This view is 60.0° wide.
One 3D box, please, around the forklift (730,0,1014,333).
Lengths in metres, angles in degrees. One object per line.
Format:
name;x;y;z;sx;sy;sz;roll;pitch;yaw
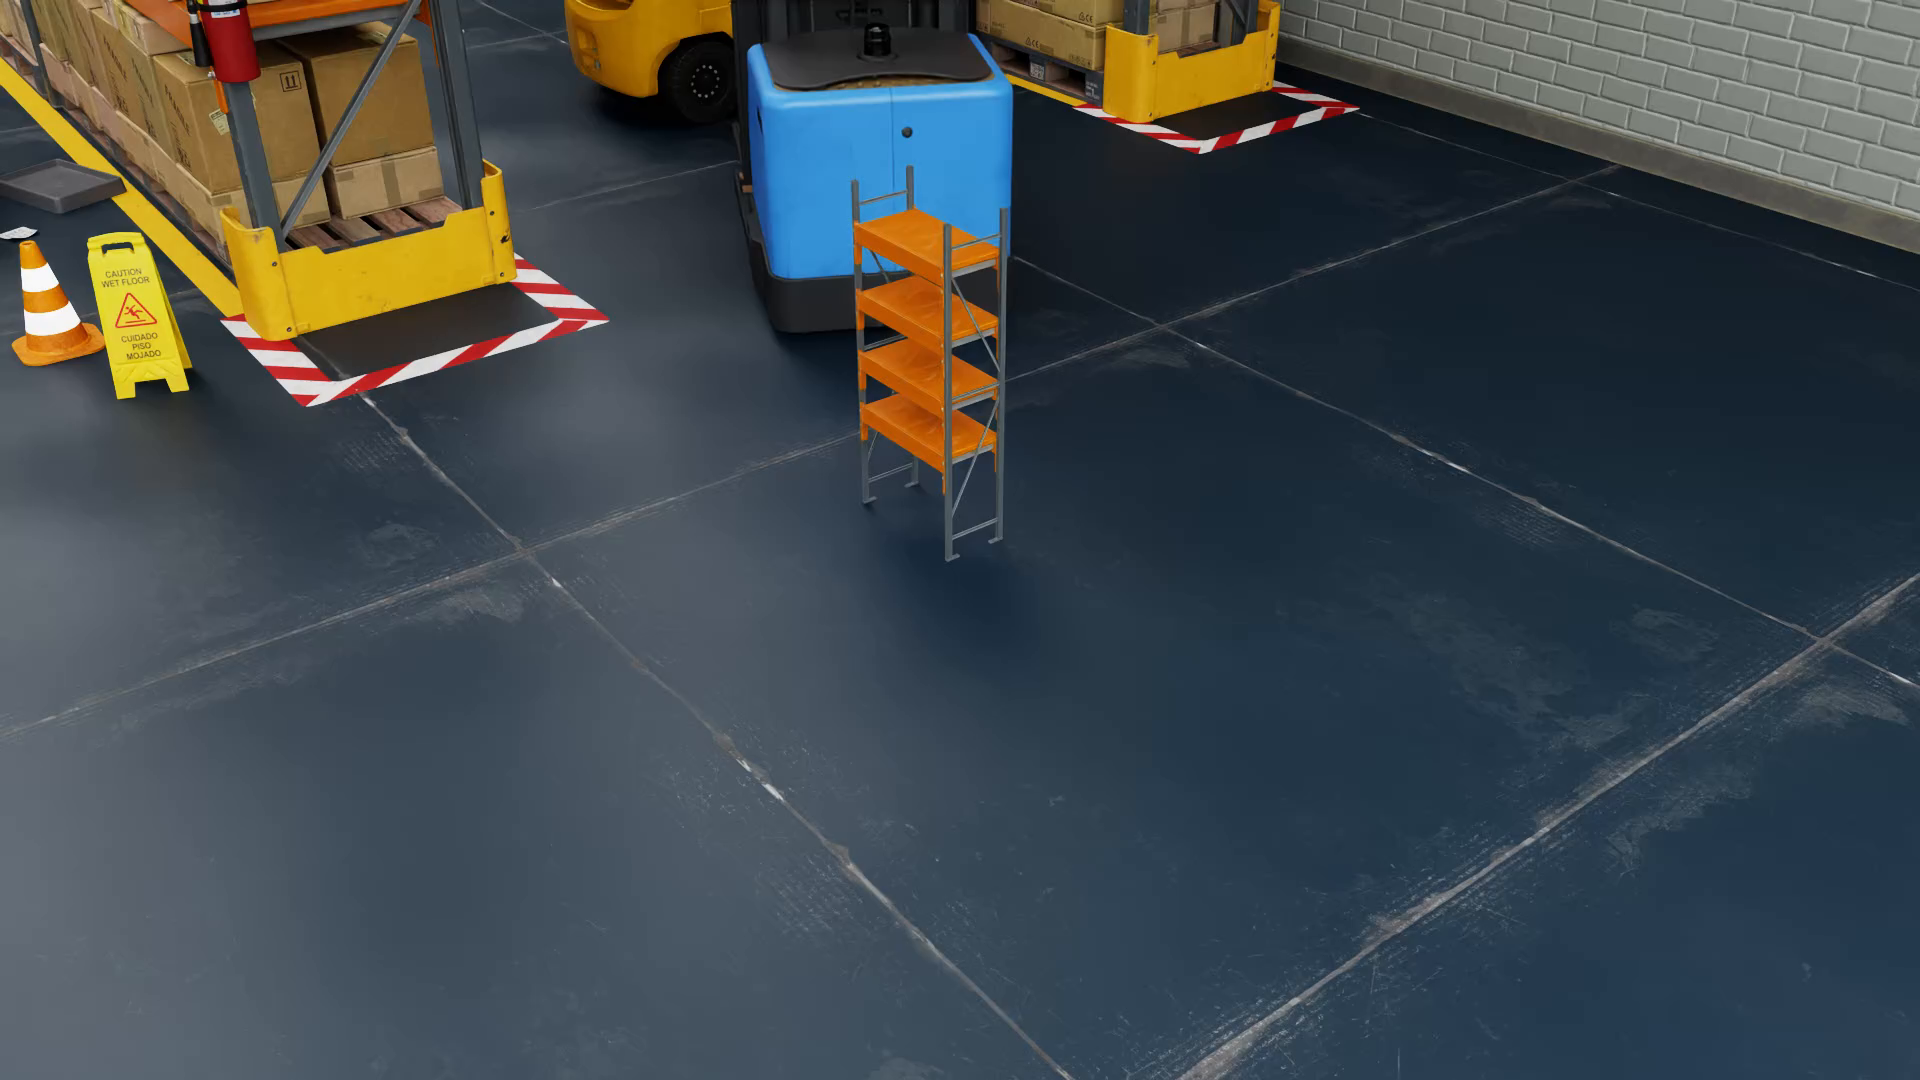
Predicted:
forklift;-0.547;-2.885;7.617;1.130;2.935;3.031;-6;32;-9

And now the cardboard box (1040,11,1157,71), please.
cardboard box;0.831;-3.051;10.028;0.500;0.250;0.500;-22;38;-31

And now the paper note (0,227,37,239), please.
paper note;-4.618;-1.508;8.149;0.148;0.019;0.142;18;36;27

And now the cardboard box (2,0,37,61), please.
cardboard box;-5.326;-3.287;10.292;0.950;0.372;0.625;-22;38;-31

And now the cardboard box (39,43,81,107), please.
cardboard box;-4.854;-2.684;9.437;0.500;0.250;0.500;-24;39;-33

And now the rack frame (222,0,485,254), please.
rack frame;-2.550;-2.340;6.675;1.000;3.000;0.127;-22;38;-31

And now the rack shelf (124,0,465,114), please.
rack shelf;-3.776;-2.868;8.207;1.077;0.370;4.000;-22;38;-31

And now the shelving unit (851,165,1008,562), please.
shelving unit;-0.102;-0.579;5.544;0.258;1.200;0.503;-22;38;-31

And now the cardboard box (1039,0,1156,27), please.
cardboard box;0.824;-3.272;9.909;0.500;0.250;0.500;-23;38;-32

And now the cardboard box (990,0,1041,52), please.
cardboard box;0.534;-3.262;10.367;0.500;0.250;0.500;-22;38;-31

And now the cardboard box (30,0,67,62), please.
cardboard box;-4.854;-3.003;9.239;0.500;0.500;0.500;-20;37;-29

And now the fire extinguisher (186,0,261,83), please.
fire extinguisher;-2.844;-2.110;6.378;0.296;0.674;0.183;-22;38;-31

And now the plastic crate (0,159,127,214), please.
plastic crate;-4.688;-1.847;8.648;0.583;0.080;0.402;18;36;27

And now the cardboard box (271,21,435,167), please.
cardboard box;-2.841;-2.104;7.792;0.500;0.500;0.500;-24;39;-33

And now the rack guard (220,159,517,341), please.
rack guard;-2.596;-1.310;7.385;1.175;0.500;0.348;-22;38;-31

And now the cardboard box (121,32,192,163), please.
cardboard box;-3.570;-2.135;7.842;0.500;0.500;0.500;-21;37;-30

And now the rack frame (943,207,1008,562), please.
rack frame;0.048;-0.477;5.381;0.240;1.200;0.015;-22;38;-31

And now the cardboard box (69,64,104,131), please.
cardboard box;-4.518;-2.465;9.085;0.500;0.250;0.500;-20;37;-29

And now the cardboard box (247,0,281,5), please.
cardboard box;-2.948;-2.320;6.880;0.380;0.149;0.250;-21;37;-30

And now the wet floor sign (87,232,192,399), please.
wet floor sign;-3.278;-0.915;6.611;0.267;0.644;0.232;-10;33;-15

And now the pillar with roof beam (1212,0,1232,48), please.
pillar with roof beam;-1.747;-5.685;6.374;9.100;9.000;0.400;-22;38;-31

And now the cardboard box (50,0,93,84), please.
cardboard box;-4.516;-2.783;8.886;0.500;0.500;0.500;-21;37;-30

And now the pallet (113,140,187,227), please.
pallet;-3.810;-2.045;8.843;1.003;0.211;1.213;-22;38;-31

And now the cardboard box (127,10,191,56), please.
cardboard box;-3.525;-2.325;7.533;0.380;0.149;0.250;-21;38;-30

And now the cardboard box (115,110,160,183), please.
cardboard box;-3.895;-2.035;8.392;0.500;0.250;0.500;-24;39;-33

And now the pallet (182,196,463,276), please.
pallet;-3.067;-1.537;8.025;1.003;0.211;1.213;-22;38;-31

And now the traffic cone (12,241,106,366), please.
traffic cone;-3.832;-1.024;6.961;0.336;0.463;0.334;-22;38;-31

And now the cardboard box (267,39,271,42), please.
cardboard box;-3.165;-2.321;8.141;0.500;0.500;0.500;-24;39;-33

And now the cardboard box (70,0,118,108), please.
cardboard box;-4.200;-2.567;8.537;0.500;0.500;0.500;-20;37;-29

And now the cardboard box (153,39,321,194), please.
cardboard box;-3.247;-1.918;7.493;0.500;0.500;0.500;-22;38;-31

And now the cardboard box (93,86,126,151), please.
cardboard box;-4.190;-2.245;8.730;0.500;0.250;0.500;-23;38;-32

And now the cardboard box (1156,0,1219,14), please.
cardboard box;1.245;-3.433;10.169;0.500;0.250;0.500;-21;38;-31

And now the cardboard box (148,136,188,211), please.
cardboard box;-3.569;-1.819;8.043;0.500;0.250;0.500;-22;38;-31

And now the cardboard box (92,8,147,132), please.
cardboard box;-3.874;-2.347;8.184;0.500;0.500;0.500;-23;39;-32

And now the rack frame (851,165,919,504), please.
rack frame;-0.251;-0.680;5.708;0.240;1.200;0.015;-22;38;-31

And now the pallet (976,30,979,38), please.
pallet;0.123;-3.576;11.308;1.003;0.211;1.213;-22;38;-31

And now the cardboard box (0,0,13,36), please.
cardboard box;-5.770;-3.586;10.773;0.950;0.372;0.625;-20;37;-29

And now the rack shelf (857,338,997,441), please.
rack shelf;-0.102;-0.522;5.580;0.258;0.148;0.480;-22;38;-31

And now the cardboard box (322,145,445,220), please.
cardboard box;-2.826;-1.776;7.975;0.500;0.250;0.500;-23;38;-32

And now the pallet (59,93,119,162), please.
pallet;-4.563;-2.554;9.662;1.003;0.211;1.213;-22;38;-31

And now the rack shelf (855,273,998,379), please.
rack shelf;-0.102;-0.712;5.462;0.258;0.148;0.480;-22;38;-31

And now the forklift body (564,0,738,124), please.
forklift body;-1.235;-3.787;9.809;2.313;2.155;1.214;-22;38;-31

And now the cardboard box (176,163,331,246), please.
cardboard box;-3.273;-1.610;7.708;0.500;0.250;0.500;-22;38;-32

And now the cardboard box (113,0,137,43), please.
cardboard box;-3.677;-2.431;7.704;0.380;0.149;0.250;-22;38;-31

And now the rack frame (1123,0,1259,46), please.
rack frame;1.369;-3.948;9.263;1.000;3.000;0.127;-22;38;-31

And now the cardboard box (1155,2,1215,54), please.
cardboard box;1.222;-3.226;10.309;0.500;0.250;0.500;-22;38;-31

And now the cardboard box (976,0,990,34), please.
cardboard box;0.234;-3.473;10.707;0.500;0.250;0.500;-22;38;-31

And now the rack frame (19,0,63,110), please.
rack frame;-5.003;-4.007;9.359;1.000;3.000;0.127;-22;38;-31

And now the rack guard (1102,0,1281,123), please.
rack guard;1.384;-2.876;9.906;1.175;0.500;0.348;-22;38;-31

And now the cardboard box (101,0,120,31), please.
cardboard box;-3.837;-2.541;7.881;0.380;0.149;0.250;-21;37;-29

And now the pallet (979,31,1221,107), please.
pallet;0.867;-3.068;10.490;1.003;0.211;1.213;-22;38;-31

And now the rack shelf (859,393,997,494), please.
rack shelf;-0.102;-0.353;5.685;0.258;0.148;0.480;-22;38;-31

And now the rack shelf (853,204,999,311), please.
rack shelf;-0.102;-0.912;5.337;0.258;0.148;0.480;-22;38;-31

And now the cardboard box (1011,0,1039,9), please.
cardboard box;0.524;-3.484;10.252;0.500;0.250;0.500;-23;38;-32

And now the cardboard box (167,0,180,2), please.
cardboard box;-3.191;-2.390;6.993;0.380;0.149;0.250;-23;38;-32

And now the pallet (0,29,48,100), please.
pallet;-5.481;-3.147;10.616;1.003;0.211;1.213;-22;38;-31
